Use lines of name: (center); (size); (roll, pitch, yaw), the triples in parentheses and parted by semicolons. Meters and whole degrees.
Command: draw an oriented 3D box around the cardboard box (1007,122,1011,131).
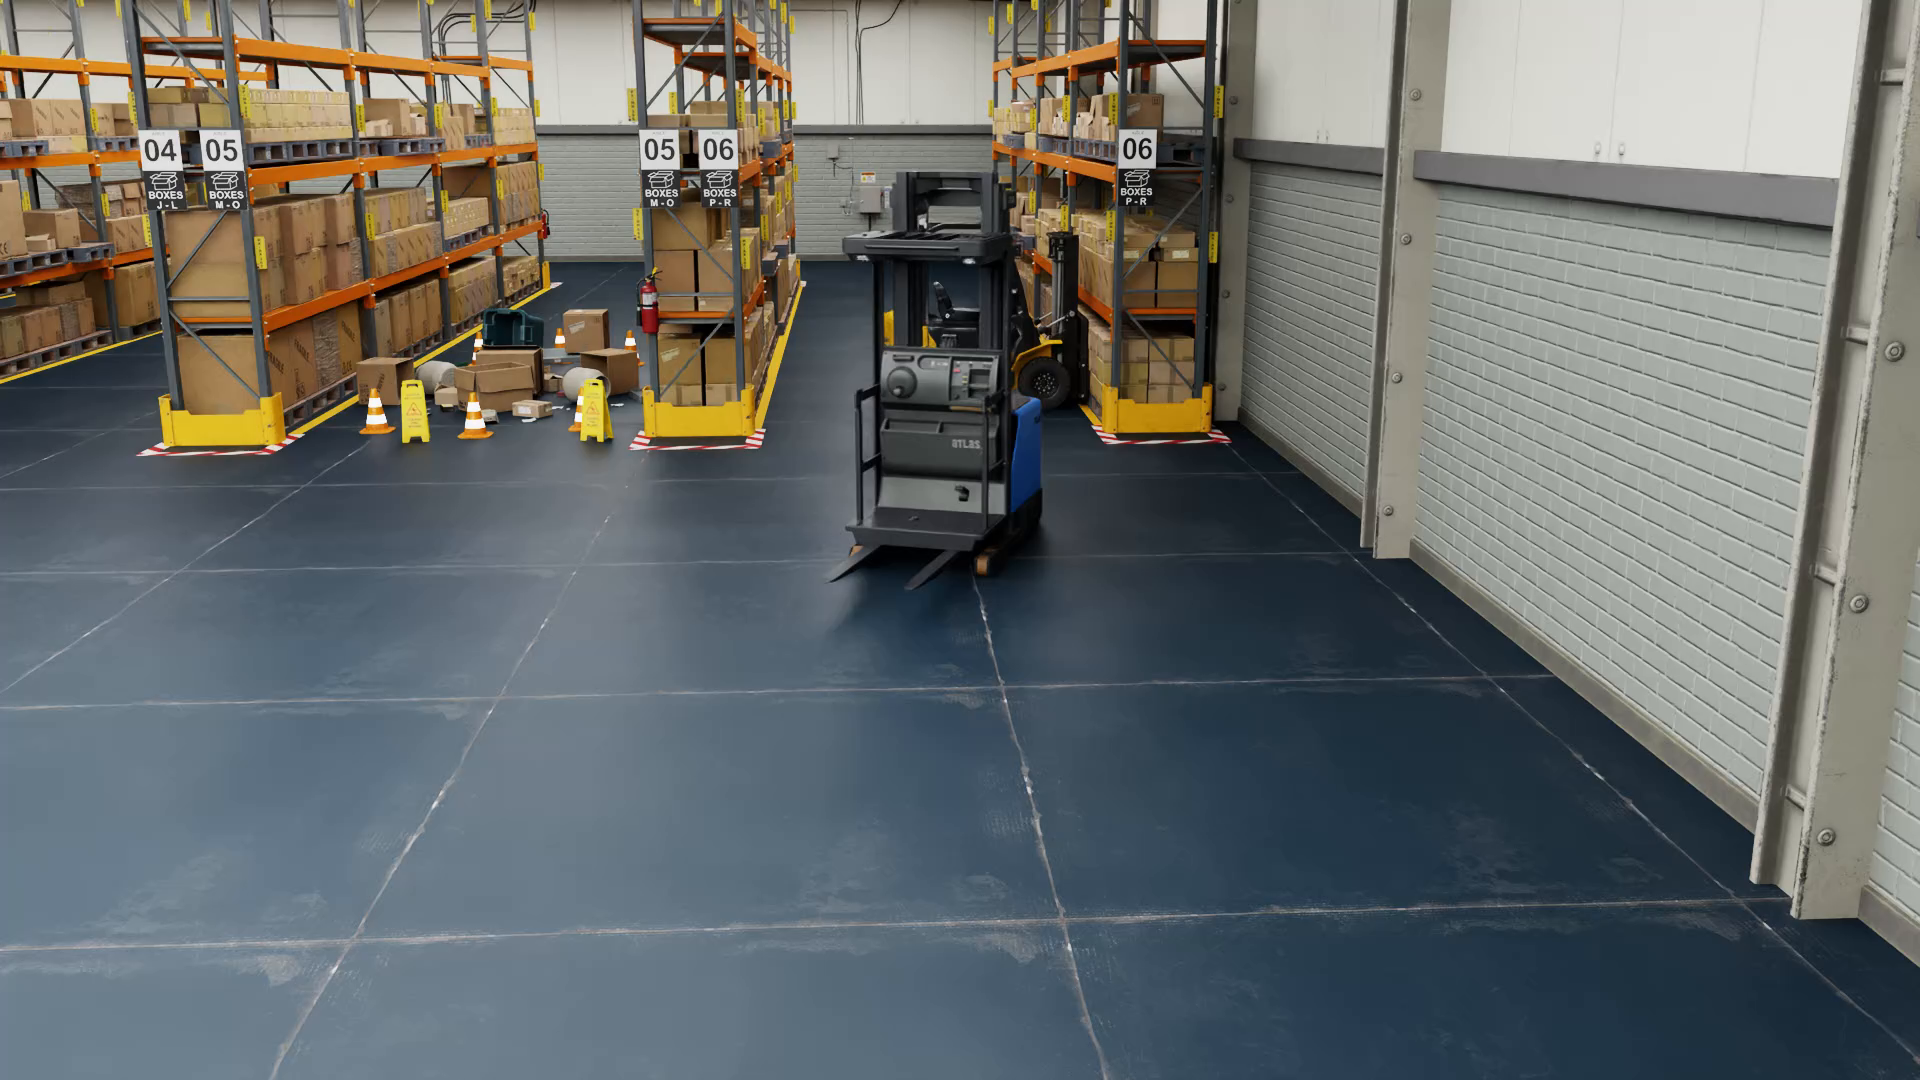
cardboard box: (1.008, -7.088, 28.496); (0.380, 0.149, 0.250); (-1, 14, -3)

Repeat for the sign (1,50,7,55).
sign: (-18.083, -9.100, 31.483); (0.100, 0.325, 0.005); (-1, 14, -3)

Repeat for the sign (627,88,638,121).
sign: (-3.361, -4.467, 17.070); (0.100, 0.325, 0.005); (-1, 14, -3)

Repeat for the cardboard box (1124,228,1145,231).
cardboard box: (1.885, -3.447, 18.805); (0.380, 0.149, 0.250); (-1, 14, -3)

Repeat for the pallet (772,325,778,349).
pallet: (-3.254, -3.033, 24.892); (1.003, 0.211, 1.213); (-1, 14, -3)

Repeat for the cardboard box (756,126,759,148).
cardboard box: (-2.757, -5.002, 20.630); (0.500, 0.250, 0.500); (-1, 14, -4)

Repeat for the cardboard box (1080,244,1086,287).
cardboard box: (1.749, -3.340, 20.287); (0.500, 0.500, 0.500); (-1, 14, -4)

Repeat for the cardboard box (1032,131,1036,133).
cardboard box: (1.344, -6.505, 26.270); (0.380, 0.149, 0.250); (-1, 14, -3)

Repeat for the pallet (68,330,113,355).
pallet: (-13.145, -2.880, 24.298); (1.003, 0.211, 1.213); (-1, 14, -3)

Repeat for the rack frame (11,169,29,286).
rack frame: (-18.631, -6.338, 32.141); (1.000, 3.000, 0.127); (-1, 14, -3)

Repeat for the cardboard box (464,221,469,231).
cardboard box: (-8.161, -5.067, 26.862); (0.380, 0.149, 0.250); (-1, 14, -5)

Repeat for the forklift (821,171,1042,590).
forklift: (-0.213, -1.254, 12.517); (1.130, 2.935, 3.031); (4, 15, 16)

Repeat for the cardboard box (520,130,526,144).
cardboard box: (-8.383, -7.487, 30.887); (0.500, 0.250, 0.500); (0, 14, -1)

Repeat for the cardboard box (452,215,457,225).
cardboard box: (-8.120, -5.022, 26.091); (0.380, 0.149, 0.250); (-1, 14, -3)

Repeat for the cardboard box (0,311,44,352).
cardboard box: (-13.007, -2.844, 22.694); (0.700, 0.500, 0.500); (-2, 15, -8)

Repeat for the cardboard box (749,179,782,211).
cardboard box: (-3.173, -5.615, 27.123); (0.500, 0.500, 0.500); (-1, 14, -3)

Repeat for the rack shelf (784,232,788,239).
rack shelf: (-3.425, -4.727, 27.323); (1.077, 0.370, 4.000); (-1, 14, -3)

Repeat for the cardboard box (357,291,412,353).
cardboard box: (-8.172, -2.989, 22.795); (1.050, 0.750, 0.750); (-1, 14, -3)

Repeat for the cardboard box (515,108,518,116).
cardboard box: (-8.369, -7.884, 30.628); (0.380, 0.149, 0.250); (-1, 14, -2)

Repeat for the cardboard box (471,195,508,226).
cardboard box: (-8.262, -5.791, 29.216); (0.500, 0.500, 0.500); (-1, 14, -4)

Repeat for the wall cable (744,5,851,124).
wall cable: (-3.680, -10.894, 37.810); (2.355, 3.000, 0.029); (-1, 14, -3)

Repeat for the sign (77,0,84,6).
sign: (-12.651, -7.832, 23.874); (0.100, 0.325, 0.005); (-1, 14, -3)

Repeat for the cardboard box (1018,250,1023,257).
cardboard box: (1.222, -5.009, 29.250); (0.380, 0.149, 0.250); (-1, 14, -4)

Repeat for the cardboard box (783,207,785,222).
cardboard box: (-3.241, -5.512, 28.229); (0.500, 0.250, 0.500); (-1, 14, -2)

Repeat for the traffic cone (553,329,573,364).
traffic cone: (-5.544, -2.698, 23.085); (0.336, 0.463, 0.334); (-1, 14, -3)

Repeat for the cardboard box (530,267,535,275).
cardboard box: (-8.380, -5.177, 31.909); (0.380, 0.149, 0.250); (-1, 15, -6)

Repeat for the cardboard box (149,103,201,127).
cardboard box: (-8.049, -4.380, 17.172); (0.500, 0.250, 0.500); (-1, 14, -3)

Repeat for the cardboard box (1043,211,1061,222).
cardboard box: (1.438, -4.805, 24.678); (0.380, 0.149, 0.250); (0, 14, -2)

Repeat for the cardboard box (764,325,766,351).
cardboard box: (-3.088, -2.645, 22.216); (0.950, 0.372, 0.625); (-1, 14, -3)

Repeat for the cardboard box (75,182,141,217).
cardboard box: (-13.259, -5.304, 25.906); (0.797, 0.503, 0.637); (-1, 14, -2)

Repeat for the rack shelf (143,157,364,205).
rack shelf: (-7.864, -4.089, 18.822); (1.077, 0.370, 4.000); (-1, 14, -3)

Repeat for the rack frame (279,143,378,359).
rack frame: (-7.988, -3.482, 21.039); (1.000, 3.000, 0.127); (-1, 14, -3)

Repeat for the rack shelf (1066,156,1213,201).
rack shelf: (2.024, -4.268, 19.518); (1.077, 0.370, 4.000); (-1, 14, -3)

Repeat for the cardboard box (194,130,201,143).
cardboard box: (-8.113, -4.210, 17.310); (0.380, 0.149, 0.250); (-1, 14, -3)

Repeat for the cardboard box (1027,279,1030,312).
cardboard box: (1.356, -4.005, 27.247); (0.500, 0.500, 0.500); (0, 14, -1)

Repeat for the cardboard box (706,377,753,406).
cardboard box: (-2.579, -1.665, 18.654); (0.500, 0.250, 0.500); (-1, 14, -4)

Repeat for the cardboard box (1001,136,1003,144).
cardboard box: (0.963, -7.449, 30.942); (0.380, 0.149, 0.250); (-1, 14, -2)

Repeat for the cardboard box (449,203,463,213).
cardboard box: (-8.154, -5.291, 26.539); (0.380, 0.149, 0.250); (0, 14, -2)

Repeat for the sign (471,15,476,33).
sign: (-9.273, -9.854, 31.732); (0.100, 0.325, 0.005); (-1, 14, -3)

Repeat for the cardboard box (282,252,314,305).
cardboard box: (-7.773, -2.929, 18.589); (0.875, 0.550, 0.550); (-1, 14, -3)

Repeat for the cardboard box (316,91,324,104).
cardboard box: (-7.583, -5.113, 19.219); (0.380, 0.149, 0.250); (-1, 14, -3)

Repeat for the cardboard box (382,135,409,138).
cardboard box: (-8.524, -6.116, 25.056); (0.500, 0.500, 0.500); (-1, 14, -3)

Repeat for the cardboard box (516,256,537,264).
cardboard box: (-8.445, -5.449, 32.371); (0.380, 0.149, 0.250); (-1, 14, -3)

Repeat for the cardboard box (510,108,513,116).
cardboard box: (-8.322, -7.755, 30.126); (0.380, 0.149, 0.250); (-1, 14, -5)

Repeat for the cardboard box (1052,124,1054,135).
cardboard box: (1.482, -5.704, 23.118); (0.380, 0.149, 0.250); (-1, 14, -4)

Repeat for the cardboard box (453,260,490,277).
cardboard box: (-8.166, -4.518, 27.735); (0.500, 0.250, 0.500); (0, 14, -1)

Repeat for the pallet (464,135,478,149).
pallet: (-8.484, -6.420, 26.816); (1.213, 0.211, 1.003); (-1, 14, -3)

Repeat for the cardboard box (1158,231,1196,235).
cardboard box: (2.387, -3.327, 18.337); (0.380, 0.149, 0.250); (0, 14, -2)

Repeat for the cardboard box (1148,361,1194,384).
cardboard box: (2.327, -1.900, 18.564); (0.500, 0.250, 0.500); (-1, 14, -2)

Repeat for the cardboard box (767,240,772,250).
cardboard box: (-2.825, -4.132, 23.228); (0.380, 0.149, 0.250); (0, 14, -1)

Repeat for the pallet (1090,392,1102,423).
pallet: (2.059, -1.505, 18.953); (1.003, 0.211, 1.213); (-1, 14, -3)

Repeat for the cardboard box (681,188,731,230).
cardboard box: (-3.242, -4.147, 20.822); (0.700, 0.500, 0.500); (-1, 14, -4)

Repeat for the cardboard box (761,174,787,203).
cardboard box: (-3.337, -6.228, 29.505); (0.500, 0.500, 0.500); (-1, 14, -3)

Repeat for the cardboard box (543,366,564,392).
cardboard box: (-5.145, -2.024, 20.859); (0.258, 0.266, 0.396); (-13, 20, -42)

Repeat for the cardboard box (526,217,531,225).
cardboard box: (-8.381, -6.080, 31.642); (0.380, 0.149, 0.250); (0, 14, -2)

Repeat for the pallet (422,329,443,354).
pallet: (-8.262, -2.929, 24.487); (1.003, 0.211, 1.213); (-1, 14, -3)
